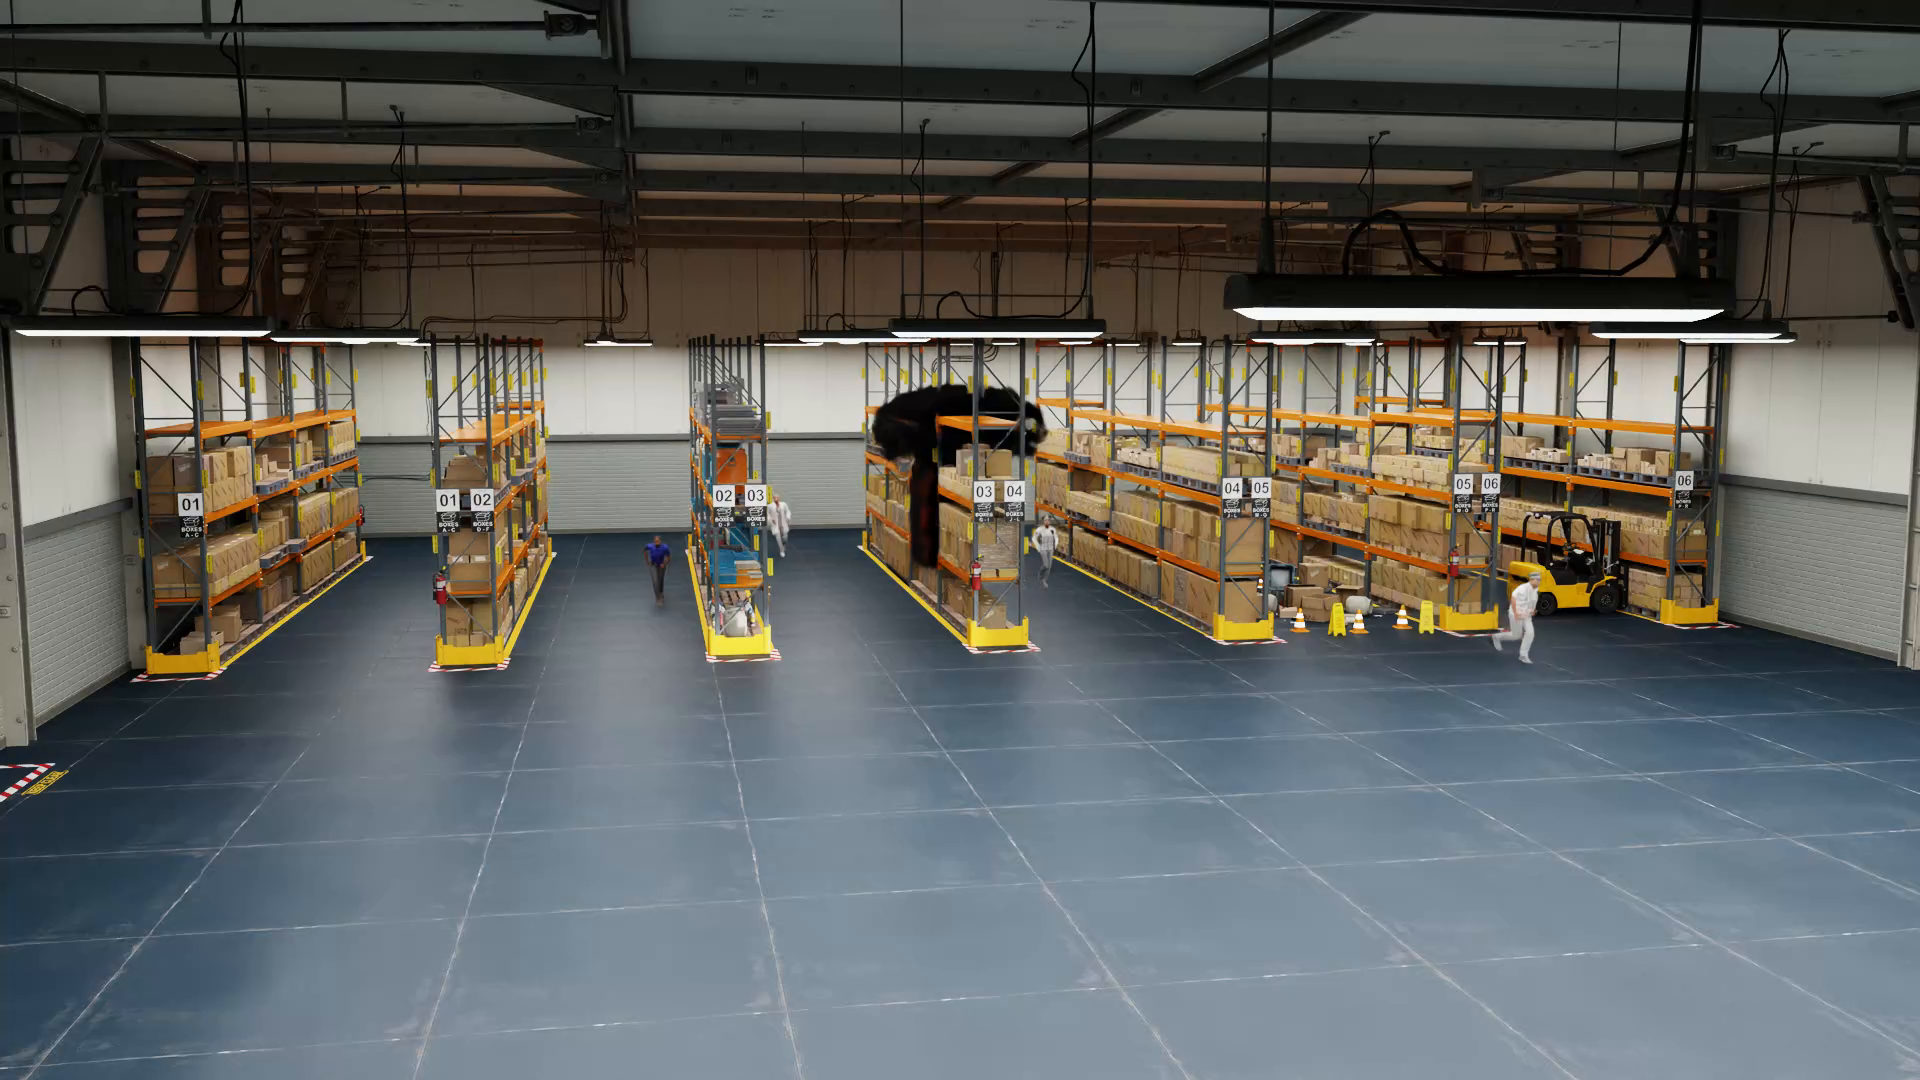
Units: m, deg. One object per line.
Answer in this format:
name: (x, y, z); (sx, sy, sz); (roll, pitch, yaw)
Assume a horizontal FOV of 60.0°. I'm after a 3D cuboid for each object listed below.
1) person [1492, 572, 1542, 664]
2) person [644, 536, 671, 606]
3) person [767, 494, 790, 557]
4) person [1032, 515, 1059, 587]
person: (10.288, 1.404, 30.693); (0.665, 1.716, 0.919); (-6, 9, -43)
person: (-6.822, 0.661, 37.604); (0.562, 1.615, 0.963); (-1, 7, -5)
person: (-5.056, -0.411, 46.123); (0.737, 1.735, 0.563); (-2, 7, -19)
person: (1.999, 0.249, 38.071); (0.604, 1.678, 0.527); (-2, 7, -17)
